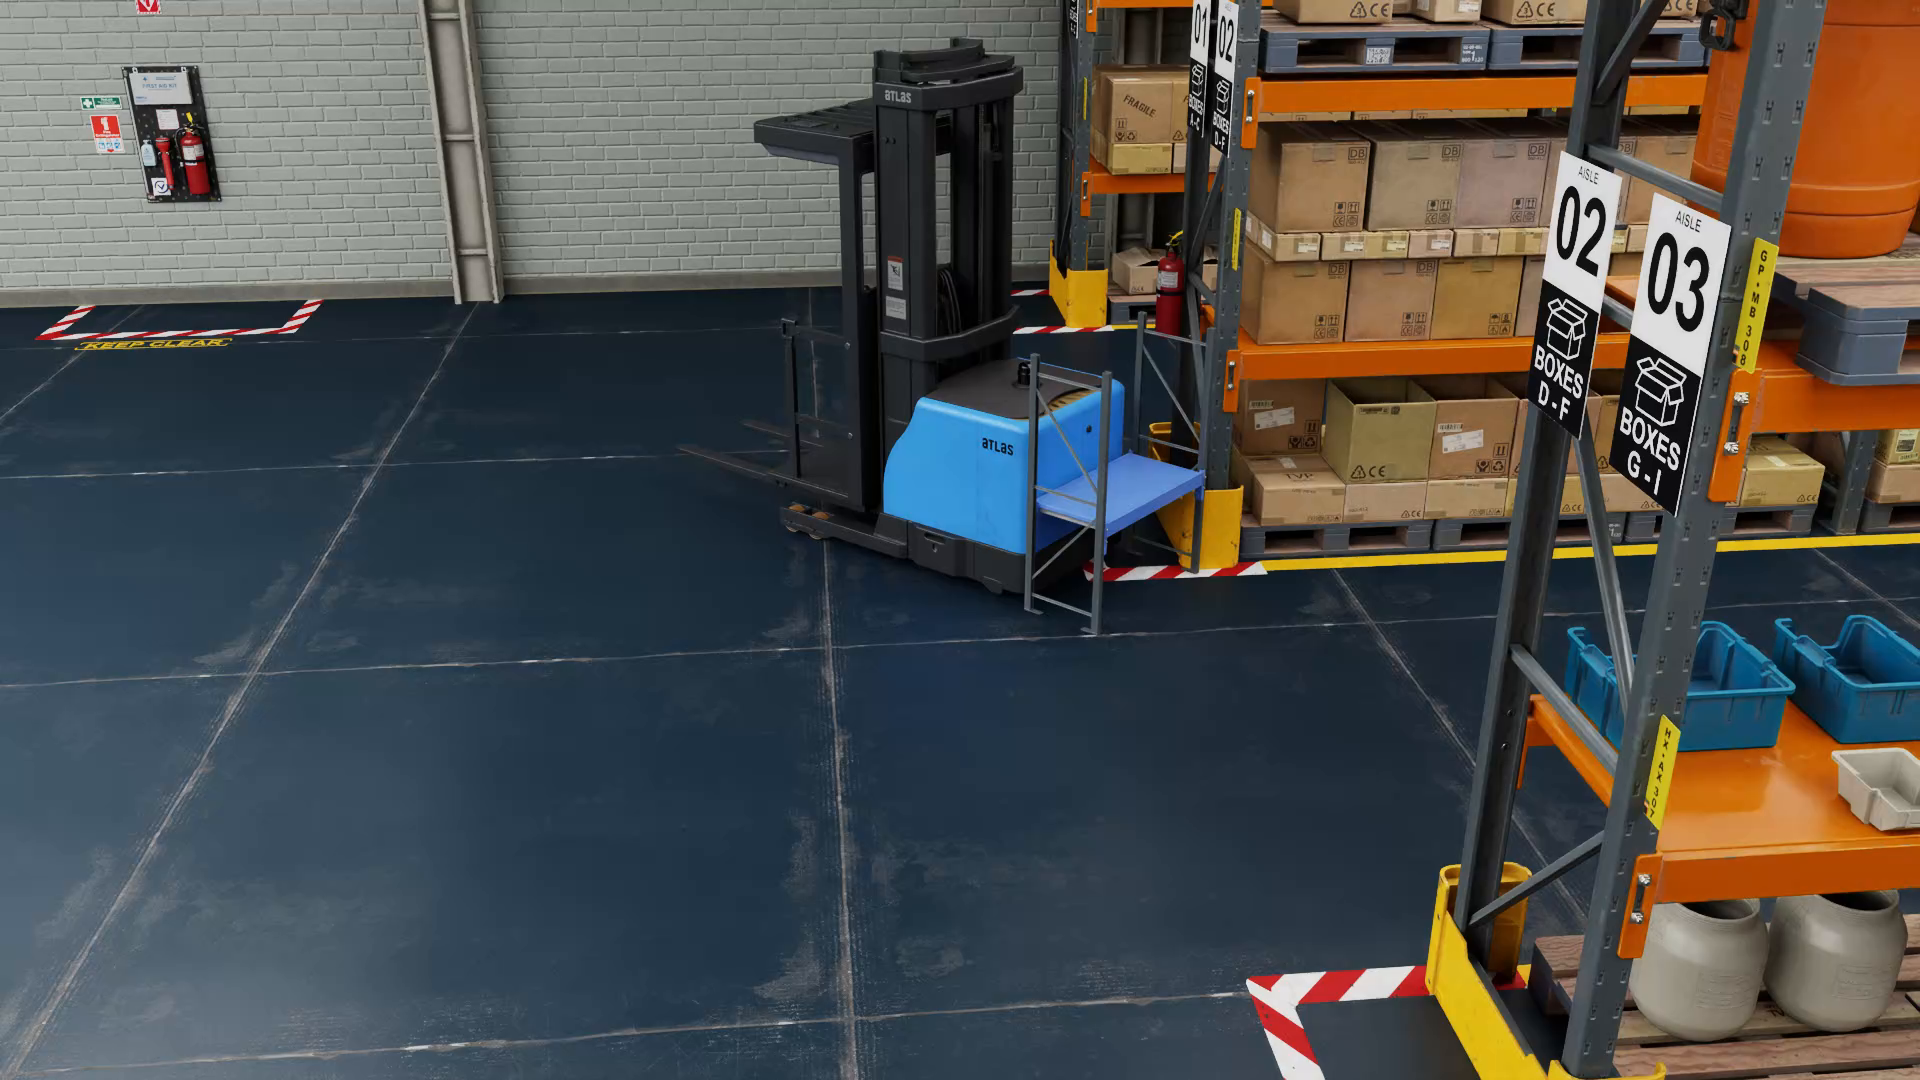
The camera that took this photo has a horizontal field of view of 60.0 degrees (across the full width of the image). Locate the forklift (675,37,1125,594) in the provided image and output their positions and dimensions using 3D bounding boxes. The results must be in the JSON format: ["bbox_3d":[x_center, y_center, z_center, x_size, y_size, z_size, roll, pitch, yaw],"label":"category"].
[{"bbox_3d":[-0.501,-1.495,10.005,3.031,2.935,1.130,17,29,34],"label":"forklift"}]

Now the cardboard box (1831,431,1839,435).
[{"bbox_3d":[5.816,-0.920,10.805,0.500,0.311,0.500,-2,24,-5],"label":"cardboard box"}]

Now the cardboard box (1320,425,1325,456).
[{"bbox_3d":[2.462,-0.538,10.635,0.500,0.250,0.500,-2,24,-5],"label":"cardboard box"}]

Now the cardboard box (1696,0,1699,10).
[{"bbox_3d":[4.377,-3.247,9.590,0.500,0.311,0.500,-4,24,-8],"label":"cardboard box"}]

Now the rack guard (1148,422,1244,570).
[{"bbox_3d":[1.437,-0.293,10.295,0.348,0.500,1.175,-2,24,-5],"label":"rack guard"}]

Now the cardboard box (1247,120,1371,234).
[{"bbox_3d":[1.979,-2.091,9.540,0.500,0.500,0.700,-2,24,-5],"label":"cardboard box"}]

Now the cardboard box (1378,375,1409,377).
[{"bbox_3d":[2.959,-0.902,10.532,0.500,0.500,0.500,-2,24,-5],"label":"cardboard box"}]

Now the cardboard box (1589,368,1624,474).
[{"bbox_3d":[4.006,-0.731,10.146,0.500,0.500,0.500,-2,24,-5],"label":"cardboard box"}]

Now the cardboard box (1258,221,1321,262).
[{"bbox_3d":[1.873,-1.707,9.476,0.250,0.149,0.380,-2,24,-6],"label":"cardboard box"}]

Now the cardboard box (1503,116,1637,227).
[{"bbox_3d":[3.502,-2.154,9.684,0.500,0.500,0.700,-2,24,-5],"label":"cardboard box"}]

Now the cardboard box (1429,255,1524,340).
[{"bbox_3d":[2.944,-1.536,9.890,0.500,0.500,0.700,-2,24,-5],"label":"cardboard box"}]

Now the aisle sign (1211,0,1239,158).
[{"bbox_3d":[1.426,-2.498,8.977,0.004,0.787,0.394,-2,24,-5],"label":"aisle sign"}]

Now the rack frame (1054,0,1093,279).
[{"bbox_3d":[0.970,-3.439,14.294,0.127,3.000,1.000,-2,24,-5],"label":"rack frame"}]

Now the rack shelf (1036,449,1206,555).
[{"bbox_3d":[0.889,-0.227,9.352,0.538,0.185,1.000,19,30,35],"label":"rack shelf"}]

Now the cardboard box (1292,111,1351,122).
[{"bbox_3d":[2.995,-3.679,14.070,0.500,0.500,0.500,-2,24,-3],"label":"cardboard box"}]

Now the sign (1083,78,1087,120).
[{"bbox_3d":[1.024,-3.615,13.624,0.005,0.325,0.100,-2,24,-5],"label":"sign"}]

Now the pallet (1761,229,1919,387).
[{"bbox_3d":[2.777,-0.712,4.699,1.213,0.211,1.003,-2,24,-5],"label":"pallet"}]

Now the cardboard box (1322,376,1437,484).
[{"bbox_3d":[2.514,-0.667,10.002,0.500,0.500,0.500,-2,24,-5],"label":"cardboard box"}]

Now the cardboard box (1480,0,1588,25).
[{"bbox_3d":[3.141,-3.065,8.946,0.500,0.500,0.500,-2,24,-5],"label":"cardboard box"}]

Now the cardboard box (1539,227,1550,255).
[{"bbox_3d":[3.402,-1.768,9.614,0.250,0.149,0.380,-2,24,-5],"label":"cardboard box"}]

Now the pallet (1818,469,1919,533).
[{"bbox_3d":[6.171,-0.367,10.816,1.213,0.211,1.003,-2,24,-5],"label":"pallet"}]

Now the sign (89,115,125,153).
[{"bbox_3d":[-7.412,-3.529,14.454,0.234,0.329,0.001,-2,24,-5],"label":"sign"}]

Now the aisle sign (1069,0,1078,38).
[{"bbox_3d":[0.928,-4.503,13.486,0.004,0.787,0.394,-2,24,-5],"label":"aisle sign"}]

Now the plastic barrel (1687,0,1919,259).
[{"bbox_3d":[2.415,-1.264,4.662,0.708,0.830,0.600,-2,24,-5],"label":"plastic barrel"}]

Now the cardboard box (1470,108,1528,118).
[{"bbox_3d":[4.511,-3.738,14.203,0.500,0.500,0.500,-2,24,-5],"label":"cardboard box"}]

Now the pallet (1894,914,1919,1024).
[{"bbox_3d":[4.035,1.740,6.075,1.213,0.211,1.003,-2,24,-5],"label":"pallet"}]

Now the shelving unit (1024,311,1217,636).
[{"bbox_3d":[0.891,-0.391,9.278,0.538,1.500,1.048,19,30,35],"label":"shelving unit"}]

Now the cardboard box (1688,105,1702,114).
[{"bbox_3d":[6.670,-3.910,14.689,0.500,0.500,0.700,1,24,2],"label":"cardboard box"}]

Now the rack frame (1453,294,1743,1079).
[{"bbox_3d":[1.944,0.566,5.284,0.127,3.000,1.000,-2,24,-5],"label":"rack frame"}]

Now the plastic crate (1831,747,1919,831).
[{"bbox_3d":[2.866,0.780,5.126,0.250,0.136,0.298,-2,24,-5],"label":"plastic crate"}]

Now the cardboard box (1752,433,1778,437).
[{"bbox_3d":[4.949,-0.982,10.712,0.500,0.500,0.500,-2,24,-5],"label":"cardboard box"}]

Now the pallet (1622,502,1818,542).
[{"bbox_3d":[4.646,-0.307,10.681,1.213,0.211,1.003,-2,24,-5],"label":"pallet"}]

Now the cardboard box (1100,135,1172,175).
[{"bbox_3d":[1.487,-3.270,14.075,0.500,0.250,0.500,-3,24,-7],"label":"cardboard box"}]

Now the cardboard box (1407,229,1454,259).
[{"bbox_3d":[2.635,-1.738,9.544,0.250,0.149,0.380,-3,24,-6],"label":"cardboard box"}]

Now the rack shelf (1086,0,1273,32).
[{"bbox_3d":[2.961,-4.561,14.010,4.000,0.370,1.077,-2,24,-5],"label":"rack shelf"}]

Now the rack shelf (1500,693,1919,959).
[{"bbox_3d":[3.934,0.815,5.610,4.000,0.370,1.077,-2,24,-5],"label":"rack shelf"}]

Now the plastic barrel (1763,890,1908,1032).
[{"bbox_3d":[3.090,1.433,5.878,0.421,0.512,0.421,0,24,0],"label":"plastic barrel"}]

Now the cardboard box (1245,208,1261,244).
[{"bbox_3d":[1.822,-1.871,9.845,0.250,0.149,0.380,-3,24,-6],"label":"cardboard box"}]

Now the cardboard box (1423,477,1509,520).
[{"bbox_3d":[3.011,-0.345,10.201,0.500,0.250,0.500,-2,24,-5],"label":"cardboard box"}]

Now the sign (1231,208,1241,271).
[{"bbox_3d":[1.510,-1.644,9.092,0.005,0.325,0.100,-2,24,-5],"label":"sign"}]

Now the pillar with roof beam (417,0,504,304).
[{"bbox_3d":[-3.966,-4.578,9.471,0.400,9.000,9.100,-2,24,-5],"label":"pillar with roof beam"}]

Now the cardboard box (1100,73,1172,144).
[{"bbox_3d":[1.475,-3.620,13.937,0.500,0.500,0.500,-2,24,-5],"label":"cardboard box"}]

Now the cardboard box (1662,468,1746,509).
[{"bbox_3d":[4.503,-0.409,10.345,0.500,0.250,0.500,-2,24,-5],"label":"cardboard box"}]

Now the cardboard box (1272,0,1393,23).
[{"bbox_3d":[2.033,-3.132,9.093,0.637,0.503,0.797,-1,24,-1],"label":"cardboard box"}]
